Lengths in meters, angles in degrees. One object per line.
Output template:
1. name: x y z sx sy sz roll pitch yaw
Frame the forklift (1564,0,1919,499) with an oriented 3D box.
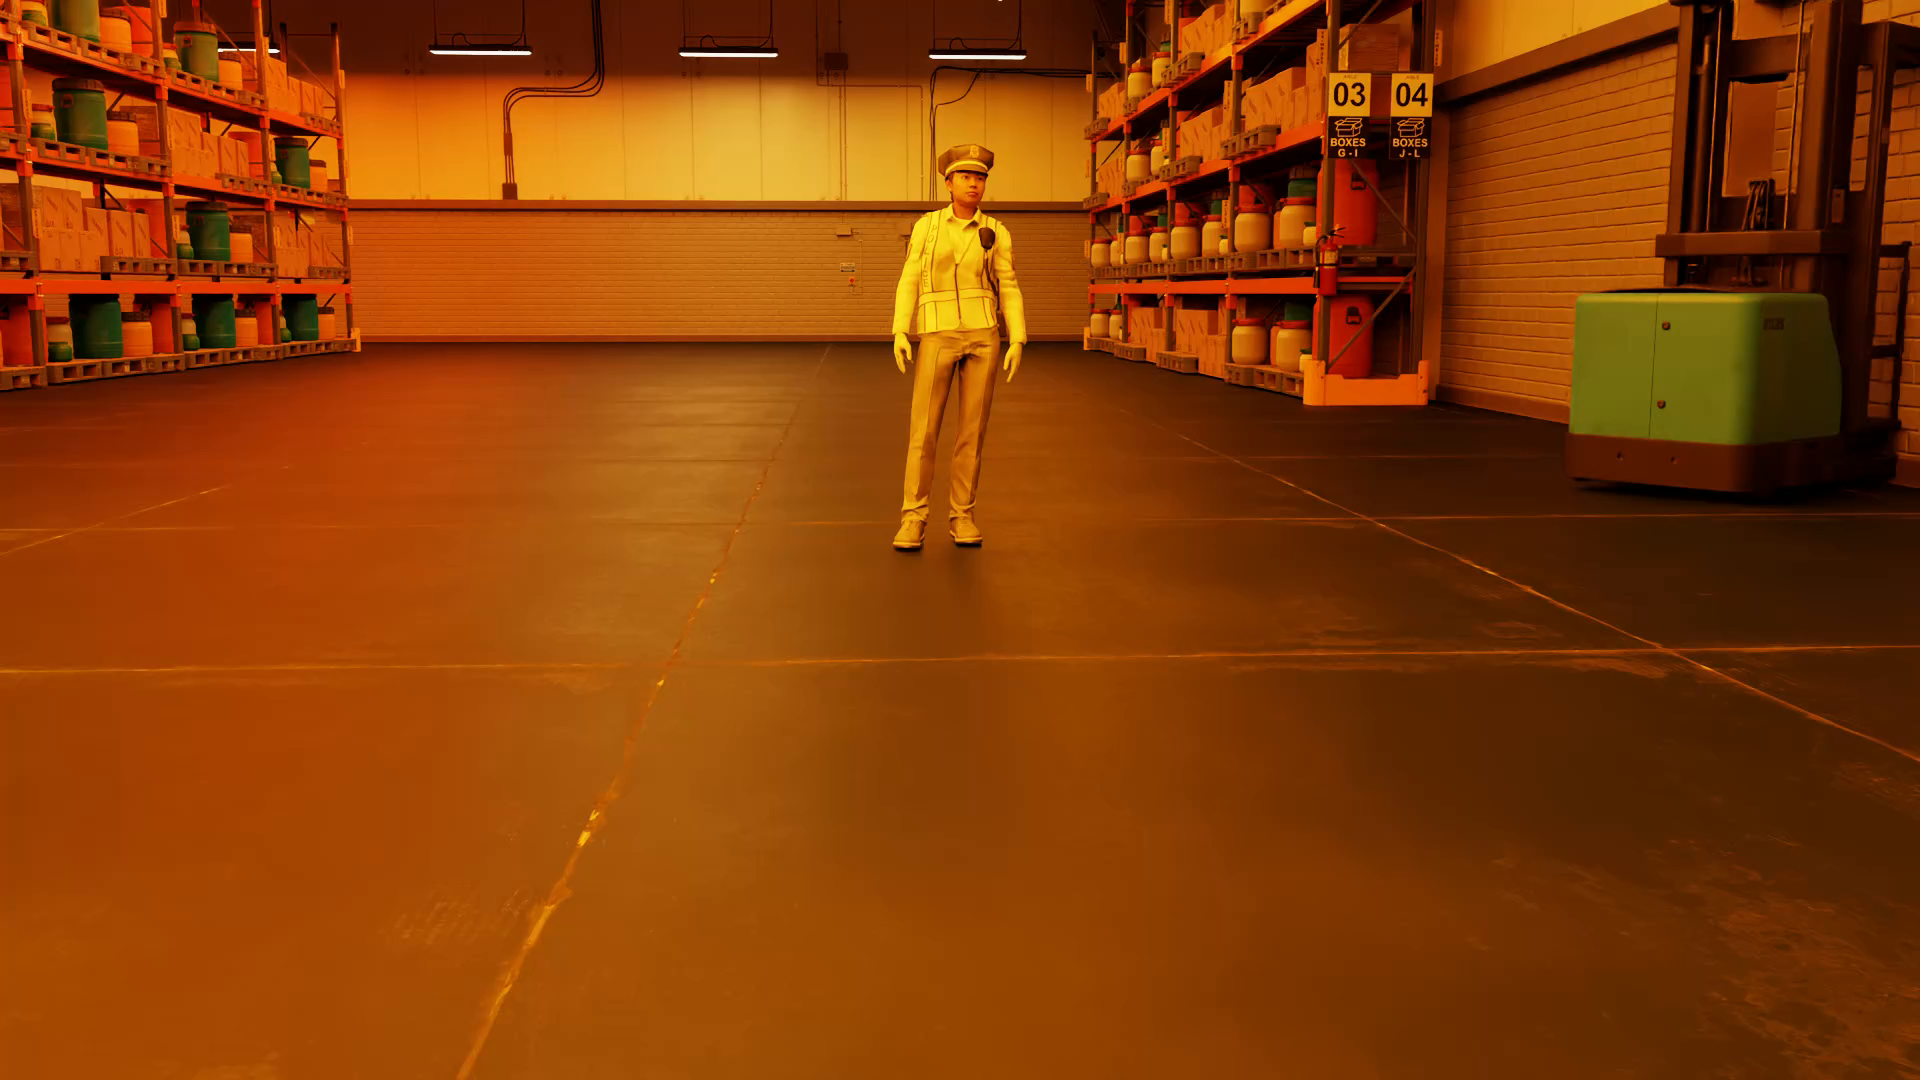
1. forklift: 4.813 -1.812 9.535 3.031 2.935 1.130 -7 11 -38

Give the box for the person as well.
1. person: -0.003 -0.835 7.116 0.586 1.694 0.530 -1 8 -4
